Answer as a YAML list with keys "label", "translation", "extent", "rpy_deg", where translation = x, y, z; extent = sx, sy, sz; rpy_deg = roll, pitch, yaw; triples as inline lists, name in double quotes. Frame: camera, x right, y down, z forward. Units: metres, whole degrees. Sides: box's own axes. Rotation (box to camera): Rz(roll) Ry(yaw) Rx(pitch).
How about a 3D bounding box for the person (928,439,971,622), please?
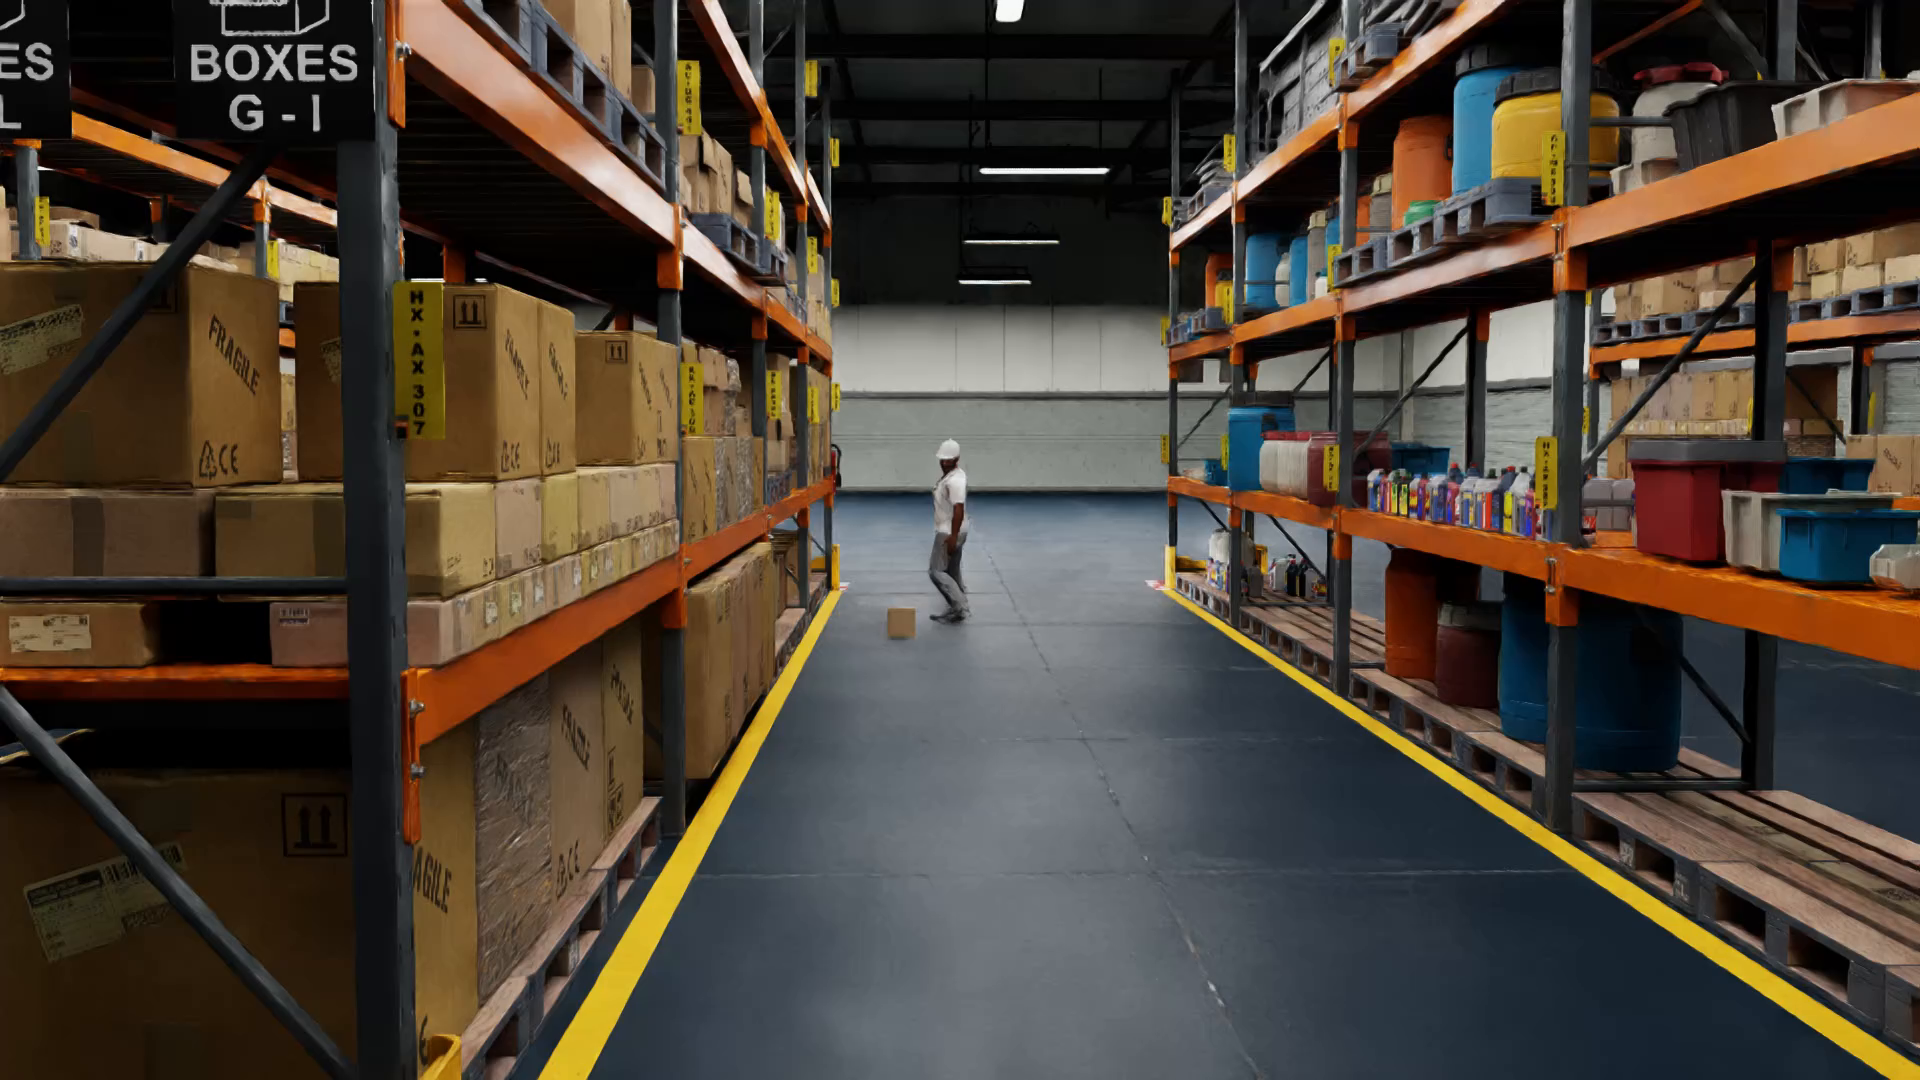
- label: "person"
  translation: [-0.099, -0.076, 15.692]
  extent: [0.440, 1.751, 0.664]
  rpy_deg: [0, 4, 5]
